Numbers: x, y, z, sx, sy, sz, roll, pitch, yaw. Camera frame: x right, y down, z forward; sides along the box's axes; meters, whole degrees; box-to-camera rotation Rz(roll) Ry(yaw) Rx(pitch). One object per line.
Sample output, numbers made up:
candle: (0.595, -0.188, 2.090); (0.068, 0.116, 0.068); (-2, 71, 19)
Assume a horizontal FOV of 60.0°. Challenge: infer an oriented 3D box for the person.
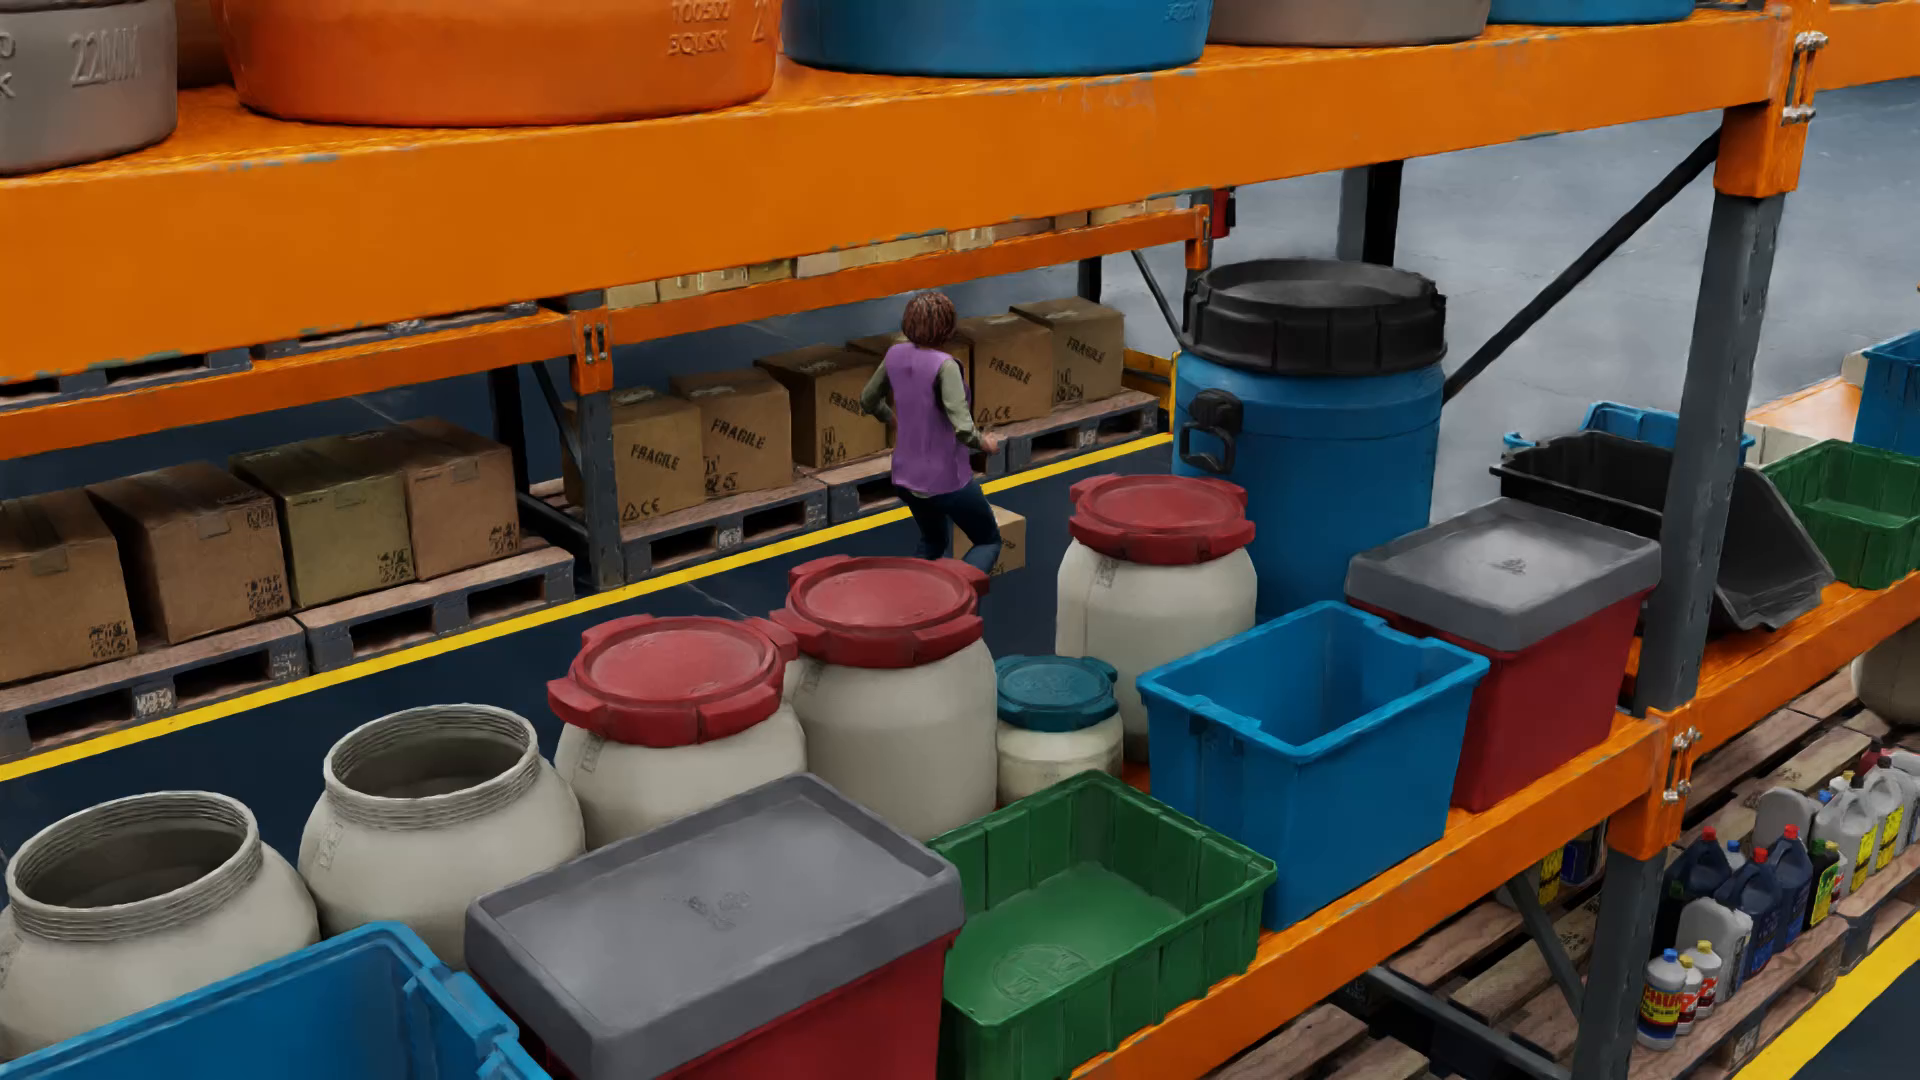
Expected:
person: (-0.102, -0.250, 6.783); (0.665, 1.566, 0.450); (17, 27, 37)
